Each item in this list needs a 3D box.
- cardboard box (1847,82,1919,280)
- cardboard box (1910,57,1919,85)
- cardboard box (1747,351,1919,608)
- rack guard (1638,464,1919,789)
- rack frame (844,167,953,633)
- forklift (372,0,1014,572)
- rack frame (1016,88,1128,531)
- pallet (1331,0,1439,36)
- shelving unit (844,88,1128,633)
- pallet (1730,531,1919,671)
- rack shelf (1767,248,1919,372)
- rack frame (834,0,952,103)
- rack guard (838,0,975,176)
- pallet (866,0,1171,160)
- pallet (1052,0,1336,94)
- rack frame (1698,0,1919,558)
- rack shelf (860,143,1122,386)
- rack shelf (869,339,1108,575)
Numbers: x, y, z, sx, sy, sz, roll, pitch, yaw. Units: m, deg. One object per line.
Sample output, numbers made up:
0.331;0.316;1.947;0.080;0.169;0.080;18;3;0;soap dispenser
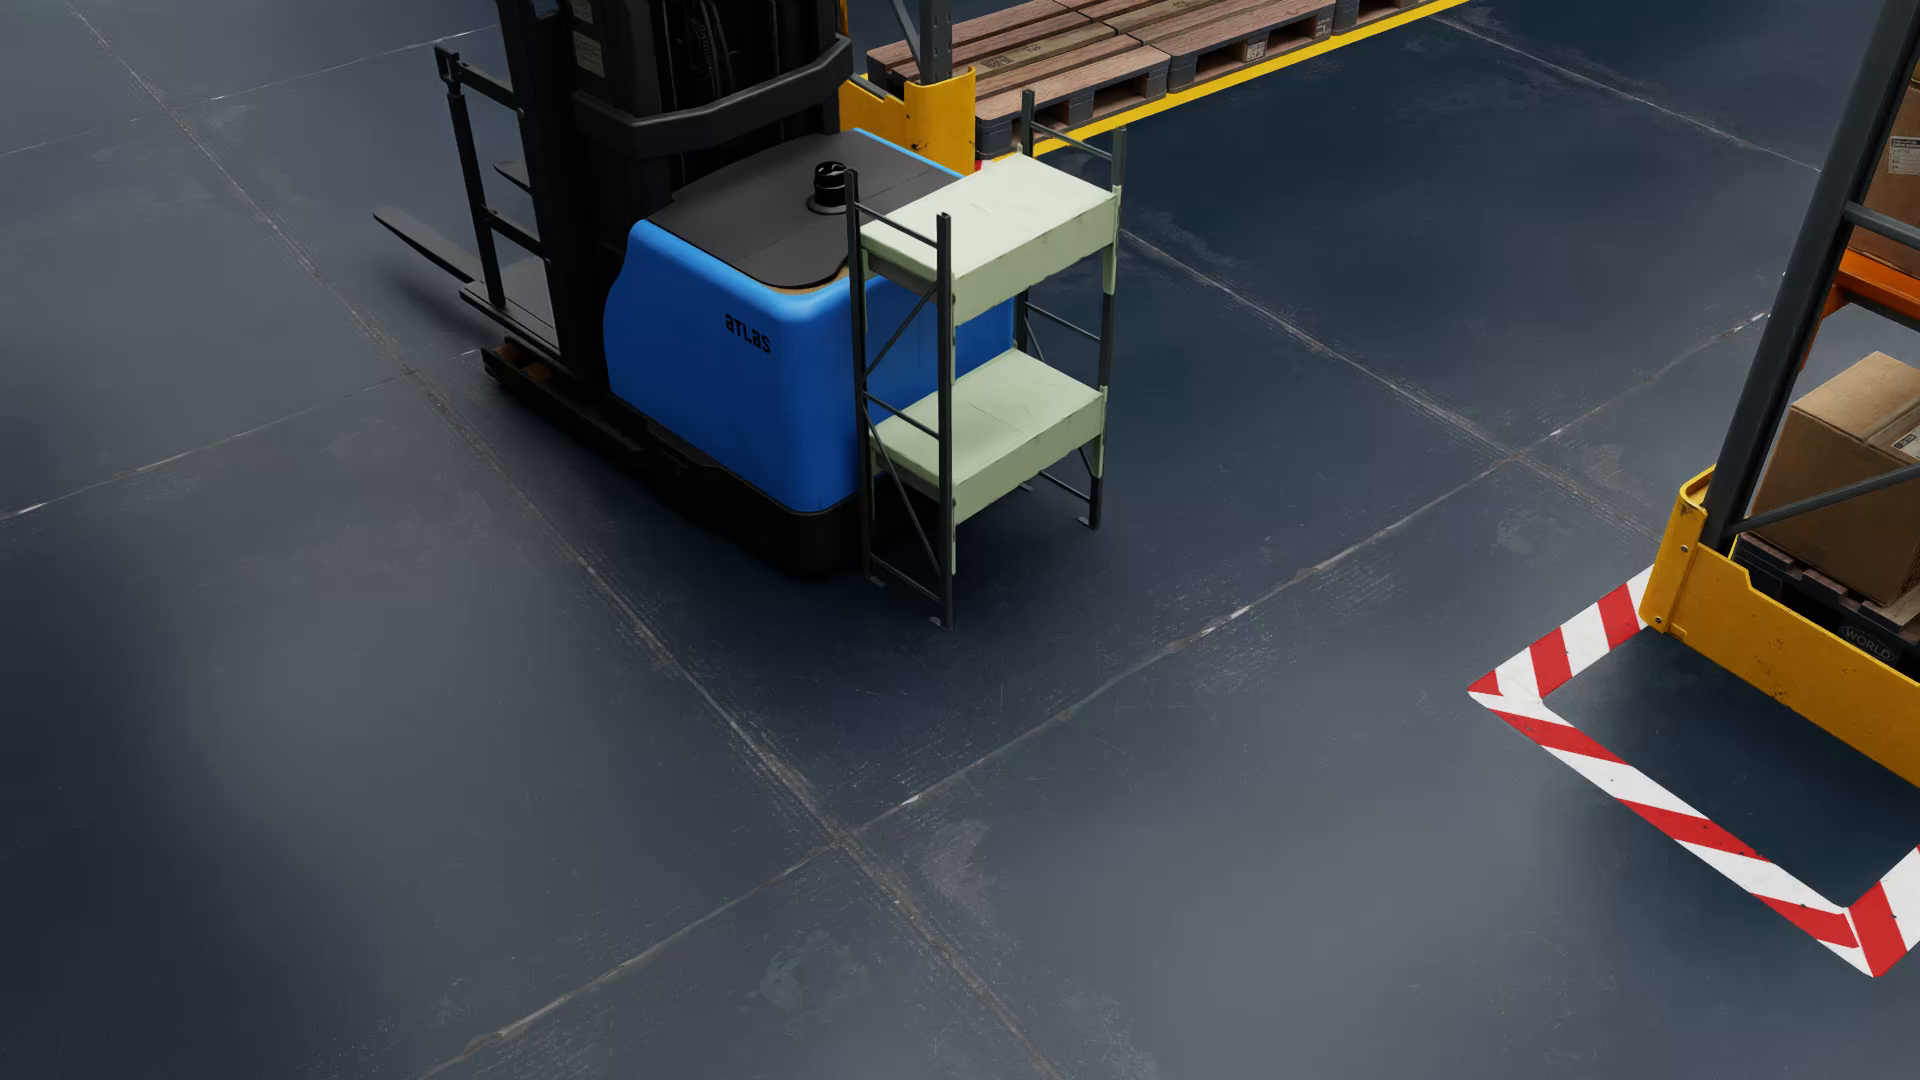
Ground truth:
2.820;-1.011;4.538;0.500;0.500;0.500;-25;45;-27;cardboard box
2.816;-1.398;4.222;0.500;0.500;0.500;-26;46;-28;cardboard box
2.912;-0.200;5.253;0.500;0.500;0.500;-26;46;-28;cardboard box
2.691;0.275;5.021;0.348;0.500;1.175;-26;46;-28;rack guard
-0.174;-0.371;5.020;0.400;1.500;0.023;32;49;33;rack frame
-1.205;-1.853;5.698;3.031;2.935;1.130;32;49;33;forklift
0.338;-0.703;5.424;0.400;1.500;0.023;32;49;33;rack frame
2.228;-3.319;9.629;1.213;0.211;1.003;-26;46;-28;pallet
0.082;-0.537;5.222;0.431;1.500;0.755;32;49;33;shelving unit
3.323;0.078;5.489;1.213;0.211;1.003;-26;46;-28;pallet
4.217;-1.157;5.363;4.000;0.370;1.077;-26;46;-28;rack shelf
-0.385;-3.155;7.231;0.127;3.000;1.000;-26;46;-28;rack frame
-0.396;-2.172;8.004;0.348;0.500;1.175;-26;46;-28;rack guard
0.293;-2.376;8.480;1.213;0.211;1.003;-26;46;-28;pallet
1.260;-2.845;9.051;1.213;0.211;1.003;-26;46;-28;pallet
2.631;-0.662;4.192;0.127;3.000;1.000;-26;46;-28;rack frame
0.082;-0.839;4.974;0.431;0.370;0.720;32;49;33;rack shelf
0.082;-0.285;5.429;0.431;0.370;0.720;32;49;33;rack shelf
